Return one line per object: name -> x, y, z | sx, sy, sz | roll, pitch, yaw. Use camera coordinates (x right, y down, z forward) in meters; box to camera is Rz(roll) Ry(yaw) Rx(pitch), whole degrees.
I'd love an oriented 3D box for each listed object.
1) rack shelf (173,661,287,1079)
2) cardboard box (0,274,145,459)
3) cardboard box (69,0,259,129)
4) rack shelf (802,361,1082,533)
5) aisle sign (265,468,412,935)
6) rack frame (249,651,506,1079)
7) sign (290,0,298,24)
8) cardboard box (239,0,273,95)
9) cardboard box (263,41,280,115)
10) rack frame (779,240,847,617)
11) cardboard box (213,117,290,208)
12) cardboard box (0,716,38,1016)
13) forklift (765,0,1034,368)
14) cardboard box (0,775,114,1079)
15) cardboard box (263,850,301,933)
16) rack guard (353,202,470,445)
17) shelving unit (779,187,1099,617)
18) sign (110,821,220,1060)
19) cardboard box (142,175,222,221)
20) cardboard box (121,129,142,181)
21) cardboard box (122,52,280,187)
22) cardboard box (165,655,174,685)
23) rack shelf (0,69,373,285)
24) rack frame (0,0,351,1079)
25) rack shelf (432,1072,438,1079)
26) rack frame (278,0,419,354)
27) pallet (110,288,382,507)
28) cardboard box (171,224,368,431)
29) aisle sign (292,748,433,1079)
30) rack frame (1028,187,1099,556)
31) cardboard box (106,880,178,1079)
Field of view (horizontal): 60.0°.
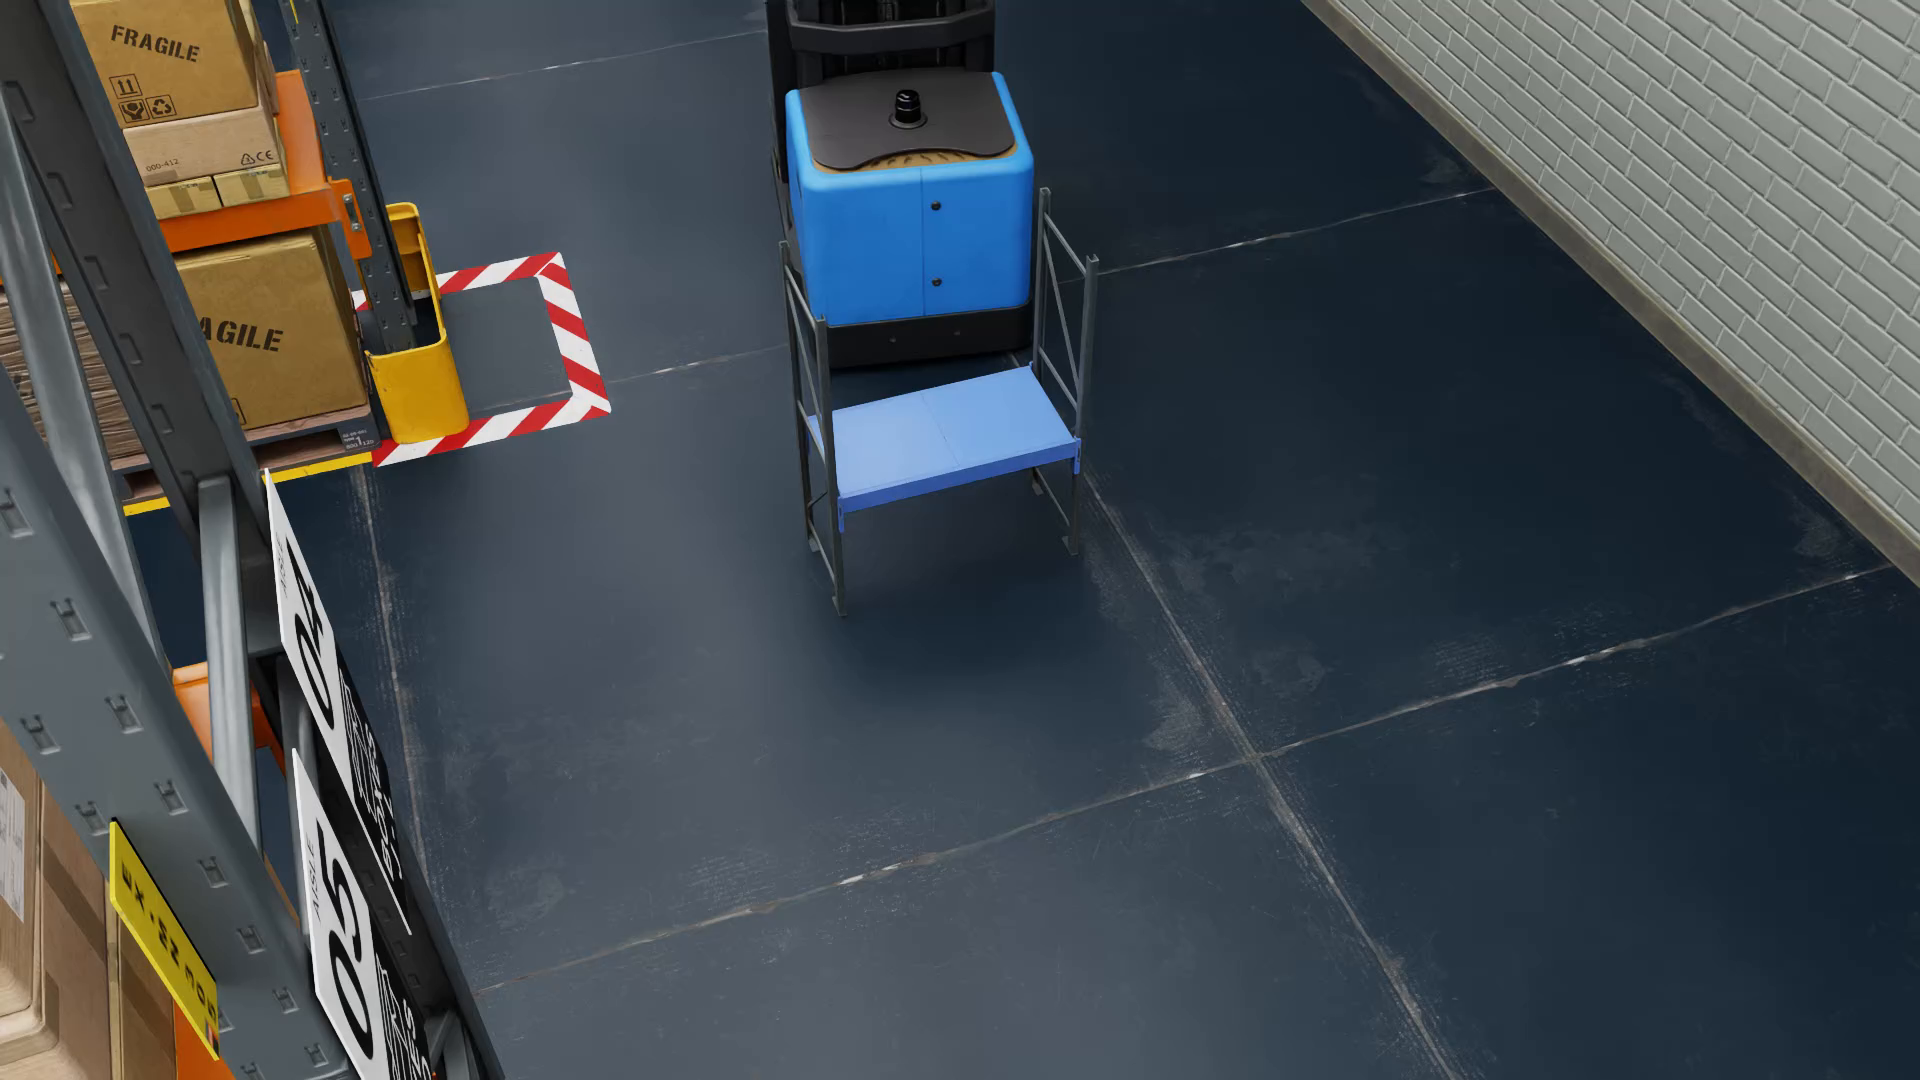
rack shelf -> -2.893, 1.105, 2.230 | 4.000, 0.370, 1.077 | -14, 47, -14
cardboard box -> -4.032, -0.872, 7.014 | 0.875, 0.875, 0.875 | -14, 47, -14
cardboard box -> -2.970, -1.924, 6.226 | 0.500, 0.500, 0.500 | -14, 47, -13
rack shelf -> -0.080, -0.382, 6.635 | 1.000, 0.185, 0.538 | -14, 47, -14
aisle sign -> -1.045, 0.294, 2.813 | 0.004, 0.787, 0.394 | -14, 47, -14
rack frame -> -1.012, 1.429, 3.517 | 0.127, 3.000, 1.000 | -14, 47, -14
sign -> -2.430, -2.027, 5.977 | 0.005, 0.325, 0.100 | -14, 47, -14
cardboard box -> -3.144, -2.016, 6.847 | 0.500, 0.250, 0.500 | -16, 47, -15
cardboard box -> -3.047, -1.946, 7.058 | 0.250, 0.149, 0.380 | -14, 47, -13
rack frame -> -0.558, -0.387, 6.386 | 0.032, 1.500, 0.500 | -14, 47, -14
cardboard box -> -2.824, -1.506, 6.620 | 0.250, 0.149, 0.380 | -14, 47, -13
cardboard box -> -1.225, 0.381, 1.915 | 0.250, 0.149, 0.380 | -15, 47, -14
forklift -> -0.419, -2.892, 7.872 | 1.130, 2.935, 3.031 | -7, 46, -7
cardboard box -> -1.359, 0.527, 2.052 | 0.500, 0.250, 0.500 | -16, 47, -15
cardboard box -> -1.525, 0.867, 3.091 | 0.500, 0.500, 0.500 | -15, 47, -14
rack guard -> -2.579, -1.023, 7.726 | 0.348, 0.500, 1.175 | -14, 47, -14
shelving unit -> -0.080, -0.509, 6.508 | 1.048, 1.500, 0.538 | -14, 47, -14
sign -> -0.843, 0.432, 1.768 | 0.005, 0.325, 0.100 | -14, 47, -14
cardboard box -> -3.068, -1.443, 6.557 | 0.250, 0.149, 0.380 | -14, 47, -13
cardboard box -> -3.444, -1.537, 6.369 | 0.500, 0.250, 0.500 | -15, 47, -15
cardboard box -> -2.967, -1.659, 6.490 | 0.500, 0.250, 0.500 | -15, 47, -14
cardboard box -> -1.521, 0.361, 2.570 | 0.500, 0.250, 0.500 | -13, 46, -12
rack shelf -> -4.482, -1.165, 6.610 | 4.000, 0.370, 1.077 | -14, 47, -14
rack frame -> -1.012, -0.689, 1.393 | 0.127, 3.000, 1.000 | -14, 47, -14
rack shelf -> -2.893, 2.164, 3.293 | 4.000, 0.370, 1.077 | -14, 47, -14
rack frame -> -2.601, -1.900, 6.835 | 0.127, 3.000, 1.000 | -14, 47, -14
pallet -> -3.327, -0.671, 7.579 | 1.213, 0.211, 1.003 | -14, 47, -14
cardboard box -> -3.176, -1.091, 7.232 | 0.875, 0.875, 0.875 | -14, 47, -14
aisle sign -> -0.842, 0.693, 2.415 | 0.004, 0.787, 0.394 | -14, 47, -14
rack frame -> 0.398, -0.631, 6.629 | 0.032, 1.500, 0.500 | -14, 47, -14
cardboard box -> -1.350, 0.709, 2.223 | 0.500, 0.250, 0.500 | -15, 47, -15
